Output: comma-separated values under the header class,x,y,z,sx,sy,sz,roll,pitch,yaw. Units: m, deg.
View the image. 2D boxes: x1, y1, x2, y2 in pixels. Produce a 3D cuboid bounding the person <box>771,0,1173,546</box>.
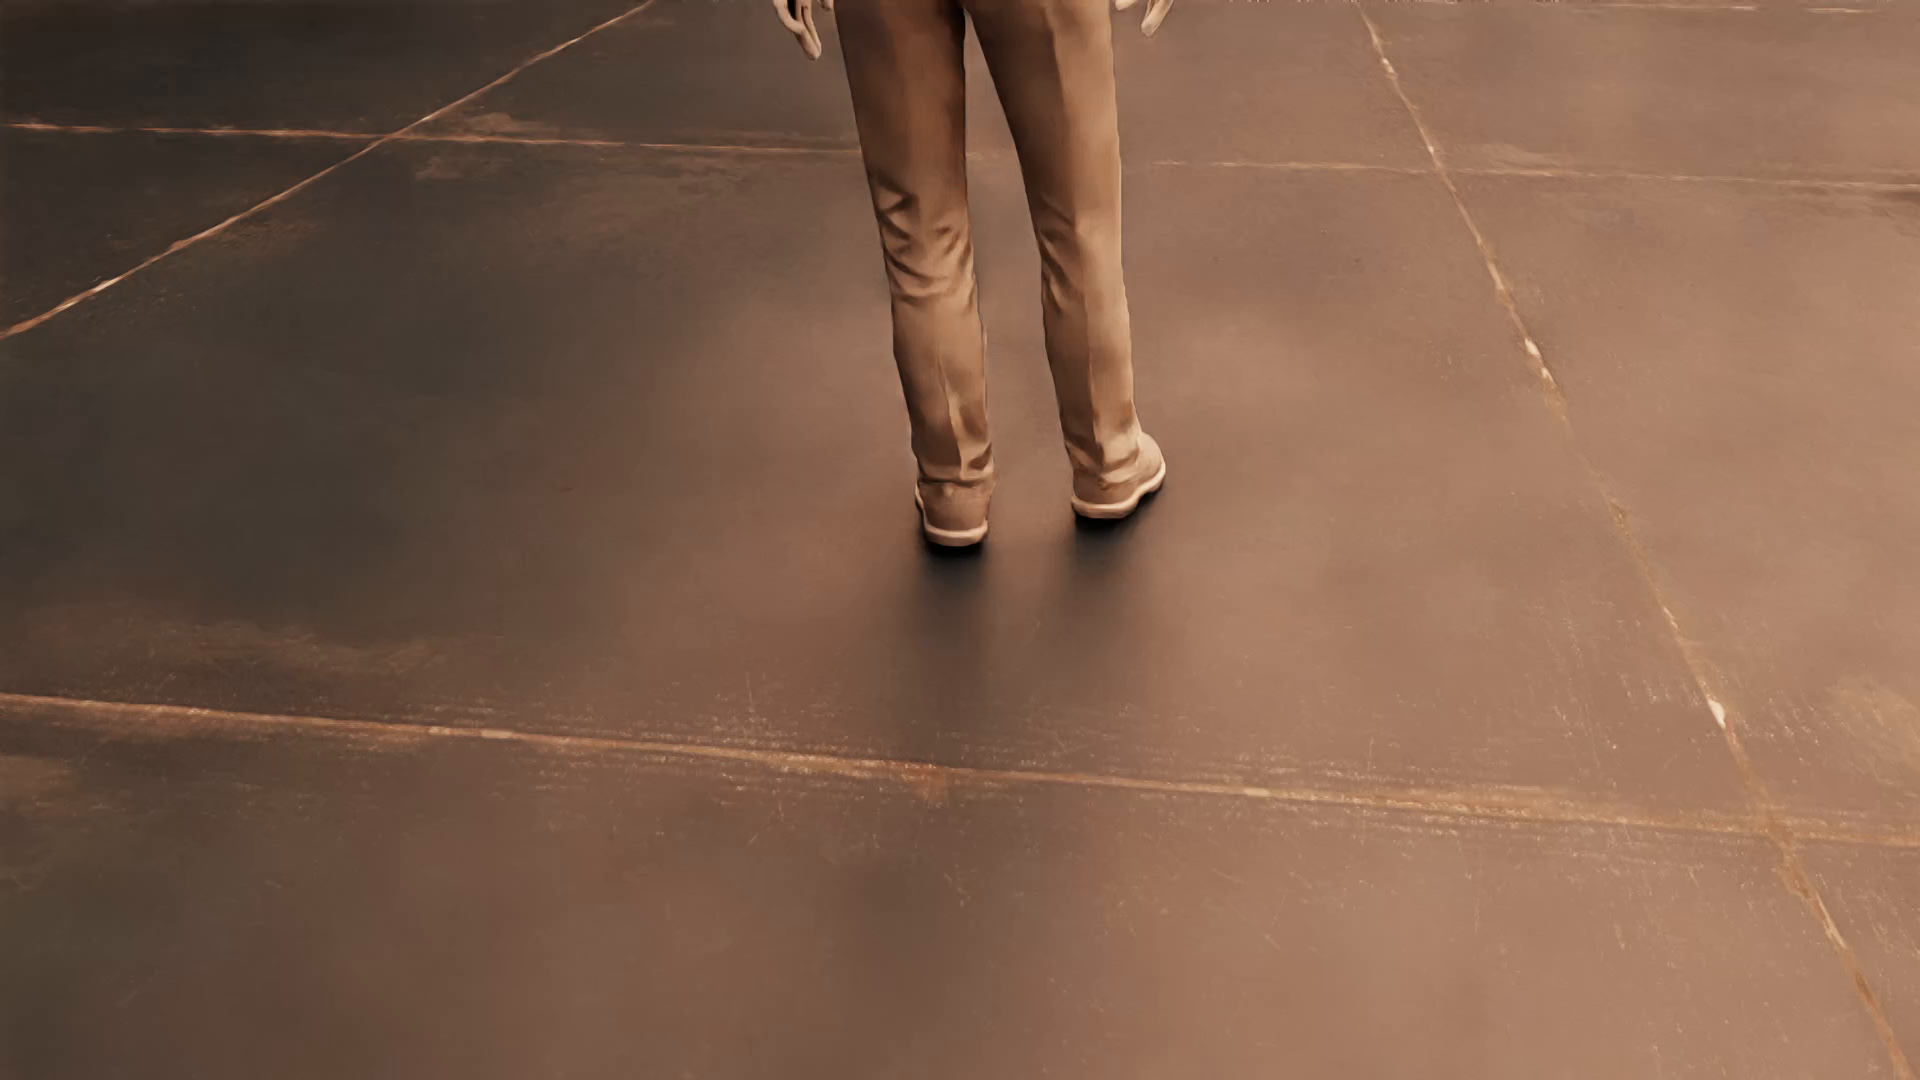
class,x,y,z,sx,sy,sz,roll,pitch,yaw
person,0.016,-0.794,2.178,0.586,1.695,0.532,3,27,7
